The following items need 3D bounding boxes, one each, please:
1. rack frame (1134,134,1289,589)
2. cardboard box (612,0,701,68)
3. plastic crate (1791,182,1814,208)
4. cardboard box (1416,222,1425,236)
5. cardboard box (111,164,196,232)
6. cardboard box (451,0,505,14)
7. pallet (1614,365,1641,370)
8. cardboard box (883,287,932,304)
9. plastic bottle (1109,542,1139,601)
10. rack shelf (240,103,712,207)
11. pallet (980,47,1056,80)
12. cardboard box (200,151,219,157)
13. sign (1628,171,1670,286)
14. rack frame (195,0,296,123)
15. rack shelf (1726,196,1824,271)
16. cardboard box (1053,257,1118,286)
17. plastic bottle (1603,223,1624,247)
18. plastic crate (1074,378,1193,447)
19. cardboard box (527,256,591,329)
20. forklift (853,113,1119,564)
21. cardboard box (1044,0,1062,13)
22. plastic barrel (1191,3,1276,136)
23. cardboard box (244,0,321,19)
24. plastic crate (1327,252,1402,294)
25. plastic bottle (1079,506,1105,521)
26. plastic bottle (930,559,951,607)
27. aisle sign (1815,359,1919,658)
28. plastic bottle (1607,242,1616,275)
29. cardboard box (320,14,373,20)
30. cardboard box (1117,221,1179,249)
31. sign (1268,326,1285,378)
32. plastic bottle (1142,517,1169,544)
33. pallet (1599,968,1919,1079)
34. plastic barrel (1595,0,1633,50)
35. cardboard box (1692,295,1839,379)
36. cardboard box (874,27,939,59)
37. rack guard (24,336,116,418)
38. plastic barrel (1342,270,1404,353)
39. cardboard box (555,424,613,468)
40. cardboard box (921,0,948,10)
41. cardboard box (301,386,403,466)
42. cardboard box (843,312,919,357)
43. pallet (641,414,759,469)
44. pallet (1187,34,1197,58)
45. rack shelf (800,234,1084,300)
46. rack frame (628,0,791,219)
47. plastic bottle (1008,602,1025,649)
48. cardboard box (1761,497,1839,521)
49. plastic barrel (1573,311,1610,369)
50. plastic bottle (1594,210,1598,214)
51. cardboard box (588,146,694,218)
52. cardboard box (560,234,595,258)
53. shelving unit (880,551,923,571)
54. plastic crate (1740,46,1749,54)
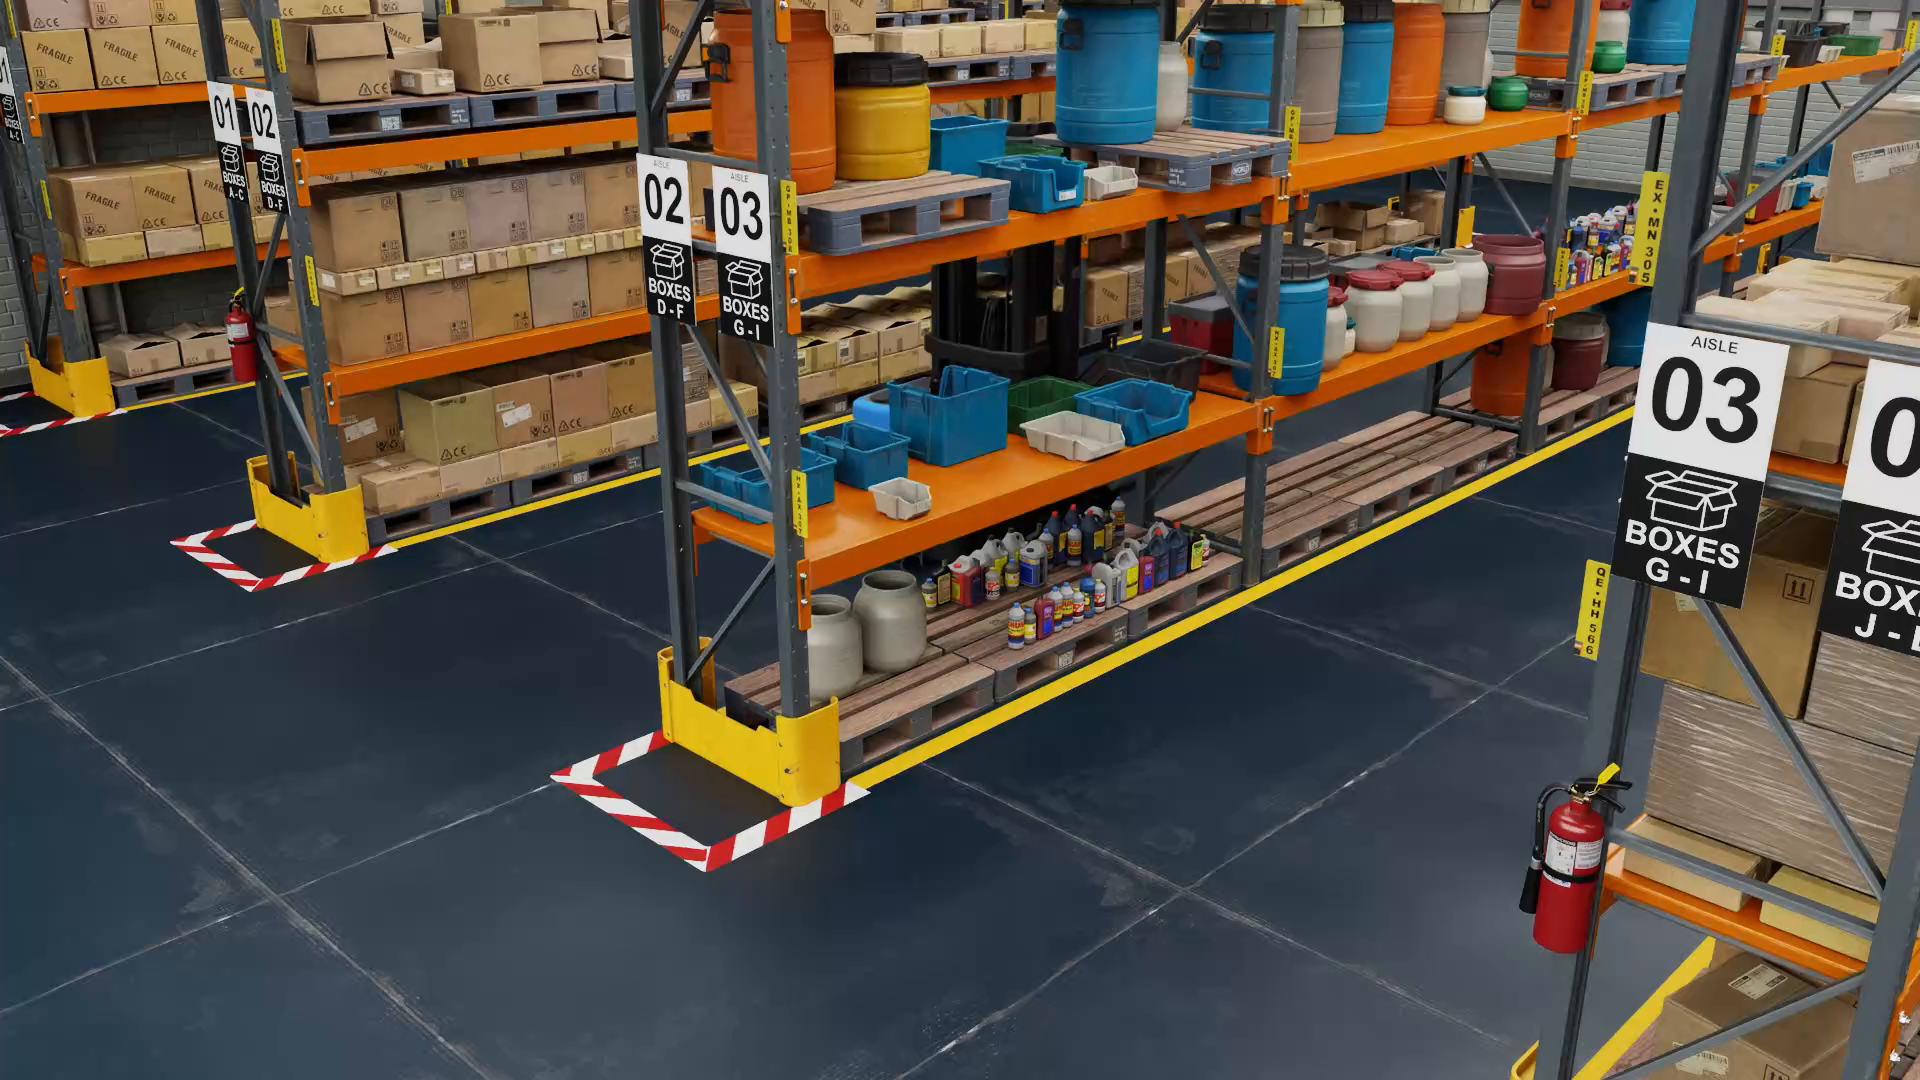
[{"bbox_3d":[1.633,-1.210,11.041,1.000,3.000,0.127,19,28,41],"label":"rack frame"},{"bbox_3d":[-2.453,-4.095,13.448,0.500,0.500,0.500,-17,27,-38],"label":"cardboard box"},{"bbox_3d":[8.756,-3.652,17.546,0.416,0.233,0.300,19,28,41],"label":"plastic crate"},{"bbox_3d":[5.908,-4.135,21.988,0.380,0.166,0.250,19,28,41],"label":"cardboard box"},{"bbox_3d":[-7.355,-3.123,15.154,0.500,0.500,0.500,19,28,41],"label":"cardboard box"},{"bbox_3d":[-5.026,-5.453,17.175,0.500,0.500,0.500,-15,26,-35],"label":"cardboard box"},{"bbox_3d":[6.646,-1.777,16.403,1.003,0.211,1.213,19,28,41],"label":"pallet"},{"bbox_3d":[-0.416,-2.324,16.406,0.500,0.311,0.500,18,28,39],"label":"cardboard box"},{"bbox_3d":[1.032,0.191,10.475,0.144,0.351,0.185,19,28,40],"label":"plastic bottle"},{"bbox_3d":[-3.308,-3.001,12.523,1.077,0.370,4.000,19,28,41],"label":"rack shelf"},{"bbox_3d":[0.468,-4.594,15.928,1.003,0.211,1.213,-19,28,-40],"label":"pallet"},{"bbox_3d":[-7.012,-3.515,16.175,0.500,0.500,0.500,-20,29,-41],"label":"cardboard box"},{"bbox_3d":[2.008,-0.900,4.819,0.100,0.325,0.005,19,28,41],"label":"sign"},{"bbox_3d":[-4.703,-4.223,10.518,1.000,3.000,0.127,19,28,41],"label":"rack frame"},{"bbox_3d":[8.609,-3.445,17.858,1.077,0.370,4.000,19,28,41],"label":"rack shelf"},{"bbox_3d":[1.362,-2.817,18.092,0.500,0.500,0.500,-19,28,-40],"label":"cardboard box"},{"bbox_3d":[5.836,-2.645,14.845,0.144,0.351,0.185,19,28,41],"label":"plastic bottle"},{"bbox_3d":[1.056,-0.788,10.151,0.499,0.251,0.616,19,28,41],"label":"plastic crate"},{"bbox_3d":[-3.291,-1.984,12.917,0.500,0.500,0.700,-19,28,-40],"label":"cardboard box"},{"bbox_3d":[0.562,-1.651,12.284,1.130,2.935,3.031,17,27,37],"label":"forklift"},{"bbox_3d":[1.186,-5.503,16.497,0.500,0.500,0.500,19,28,41],"label":"cardboard box"},{"bbox_3d":[1.833,-3.029,10.895,0.600,0.901,0.708,19,28,41],"label":"plastic barrel"},{"bbox_3d":[-6.352,-5.135,15.512,0.500,0.500,0.500,18,27,39],"label":"cardboard box"},{"bbox_3d":[3.077,-1.929,12.824,0.402,0.464,0.583,19,28,41],"label":"plastic crate"},{"bbox_3d":[0.891,-0.082,11.289,0.135,0.276,0.152,-19,28,-40],"label":"plastic bottle"},{"bbox_3d":[-0.121,0.264,10.378,0.133,0.283,0.061,-19,28,-41],"label":"plastic bottle"},{"bbox_3d":[2.563,-0.064,4.438,0.394,0.787,0.004,19,28,41],"label":"aisle sign"},{"bbox_3d":[5.635,-2.444,14.431,0.097,0.271,0.097,0,21,0],"label":"plastic bottle"},{"bbox_3d":[-6.002,-4.827,16.104,0.500,0.500,0.500,16,26,36],"label":"cardboard box"},{"bbox_3d":[2.109,-3.446,18.685,0.500,0.250,0.500,19,28,40],"label":"cardboard box"},{"bbox_3d":[2.020,-1.199,10.626,0.100,0.325,0.005,19,28,41],"label":"sign"},{"bbox_3d":[1.287,0.023,10.913,0.144,0.351,0.185,19,28,41],"label":"plastic bottle"},{"bbox_3d":[3.037,2.140,6.213,1.003,0.211,1.213,19,28,41],"label":"pallet"},{"bbox_3d":[5.553,-4.391,14.362,0.433,0.535,0.433,0,21,0],"label":"plastic barrel"},{"bbox_3d":[2.362,-0.608,4.947,0.380,0.149,0.250,19,28,41],"label":"cardboard box"},{"bbox_3d":[-0.535,-4.453,14.922,0.500,0.250,0.500,16,26,36],"label":"cardboard box"},{"bbox_3d":[-8.202,-1.514,15.317,1.175,0.500,0.348,19,28,41],"label":"rack guard"},{"bbox_3d":[2.970,-1.653,12.005,0.433,0.535,0.433,0,21,0],"label":"plastic barrel"},{"bbox_3d":[-3.122,-0.802,13.228,0.500,0.250,0.500,19,28,41],"label":"cardboard box"},{"bbox_3d":[-0.577,-7.199,21.691,0.700,0.500,0.500,17,27,38],"label":"cardboard box"},{"bbox_3d":[-4.542,-0.897,12.430,0.500,0.500,0.500,19,28,41],"label":"cardboard box"},{"bbox_3d":[-0.733,-1.930,15.379,0.500,0.311,0.500,18,27,39],"label":"cardboard box"},{"bbox_3d":[-2.498,-0.955,14.265,1.003,0.211,1.213,19,28,41],"label":"pallet"},{"bbox_3d":[2.441,-5.402,18.029,1.213,0.211,1.003,19,28,41],"label":"pallet"},{"bbox_3d":[-0.518,-2.629,15.736,1.077,0.370,4.000,19,28,41],"label":"rack shelf"},{"bbox_3d":[-1.157,-2.982,7.290,1.000,3.000,0.127,19,28,41],"label":"rack frame"},{"bbox_3d":[0.331,0.498,9.787,0.097,0.271,0.097,0,21,0],"label":"plastic bottle"},{"bbox_3d":[2.943,0.073,5.757,0.500,0.500,0.500,19,28,41],"label":"cardboard box"},{"bbox_3d":[5.871,-1.861,15.617,0.421,0.512,0.421,0,21,0],"label":"plastic barrel"},{"bbox_3d":[6.033,-2.996,15.851,0.061,0.283,0.133,19,28,41],"label":"plastic bottle"},{"bbox_3d":[-2.570,-2.857,13.379,0.700,0.500,0.500,19,28,41],"label":"cardboard box"},{"bbox_3d":[-3.019,-2.281,12.786,0.250,0.149,0.380,-19,28,-40],"label":"cardboard box"},{"bbox_3d":[-0.420,-0.237,11.437,0.258,0.900,0.210,17,27,37],"label":"shelving unit"},{"bbox_3d":[7.829,-4.966,16.999,0.293,0.136,0.466,19,28,41],"label":"plastic crate"}]
